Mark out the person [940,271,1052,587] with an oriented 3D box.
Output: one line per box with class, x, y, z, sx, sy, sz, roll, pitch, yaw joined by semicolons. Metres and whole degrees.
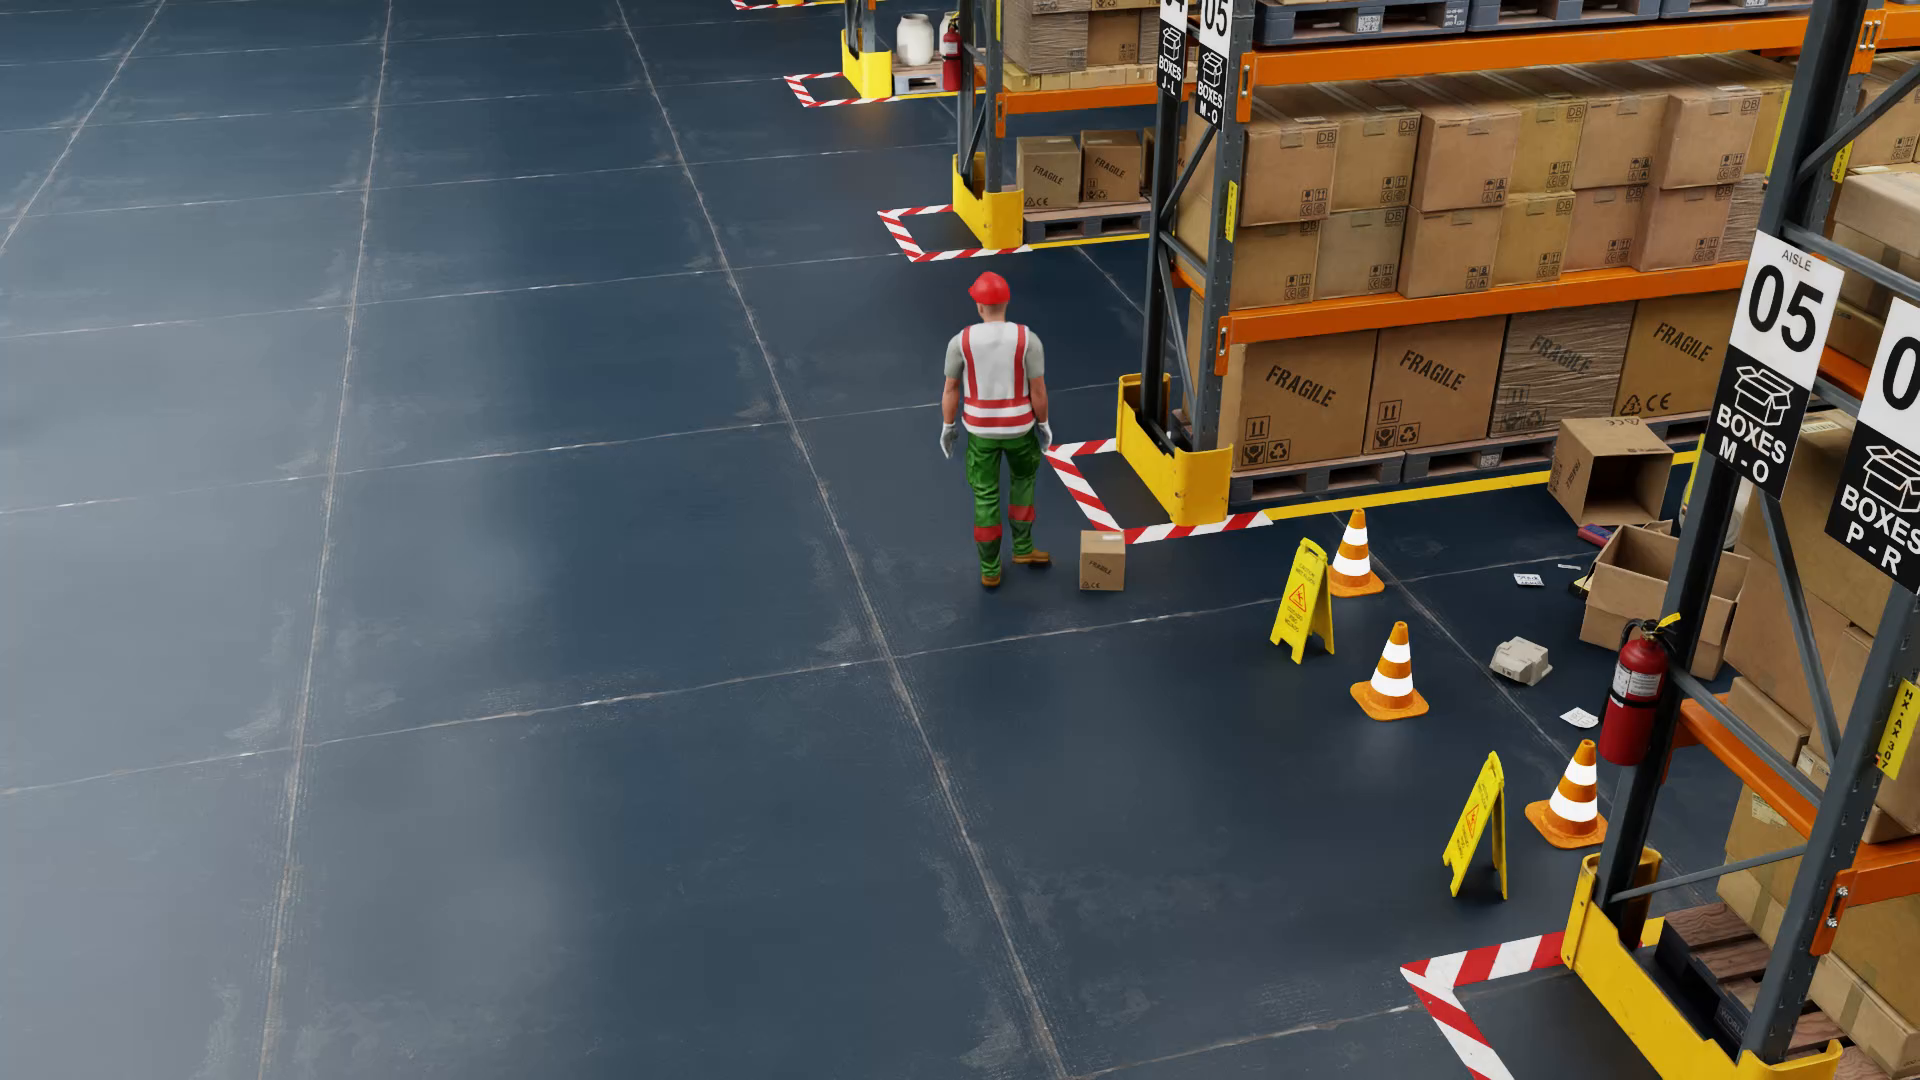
person;0.209;-0.598;9.262;0.636;1.807;0.500;1;30;1
